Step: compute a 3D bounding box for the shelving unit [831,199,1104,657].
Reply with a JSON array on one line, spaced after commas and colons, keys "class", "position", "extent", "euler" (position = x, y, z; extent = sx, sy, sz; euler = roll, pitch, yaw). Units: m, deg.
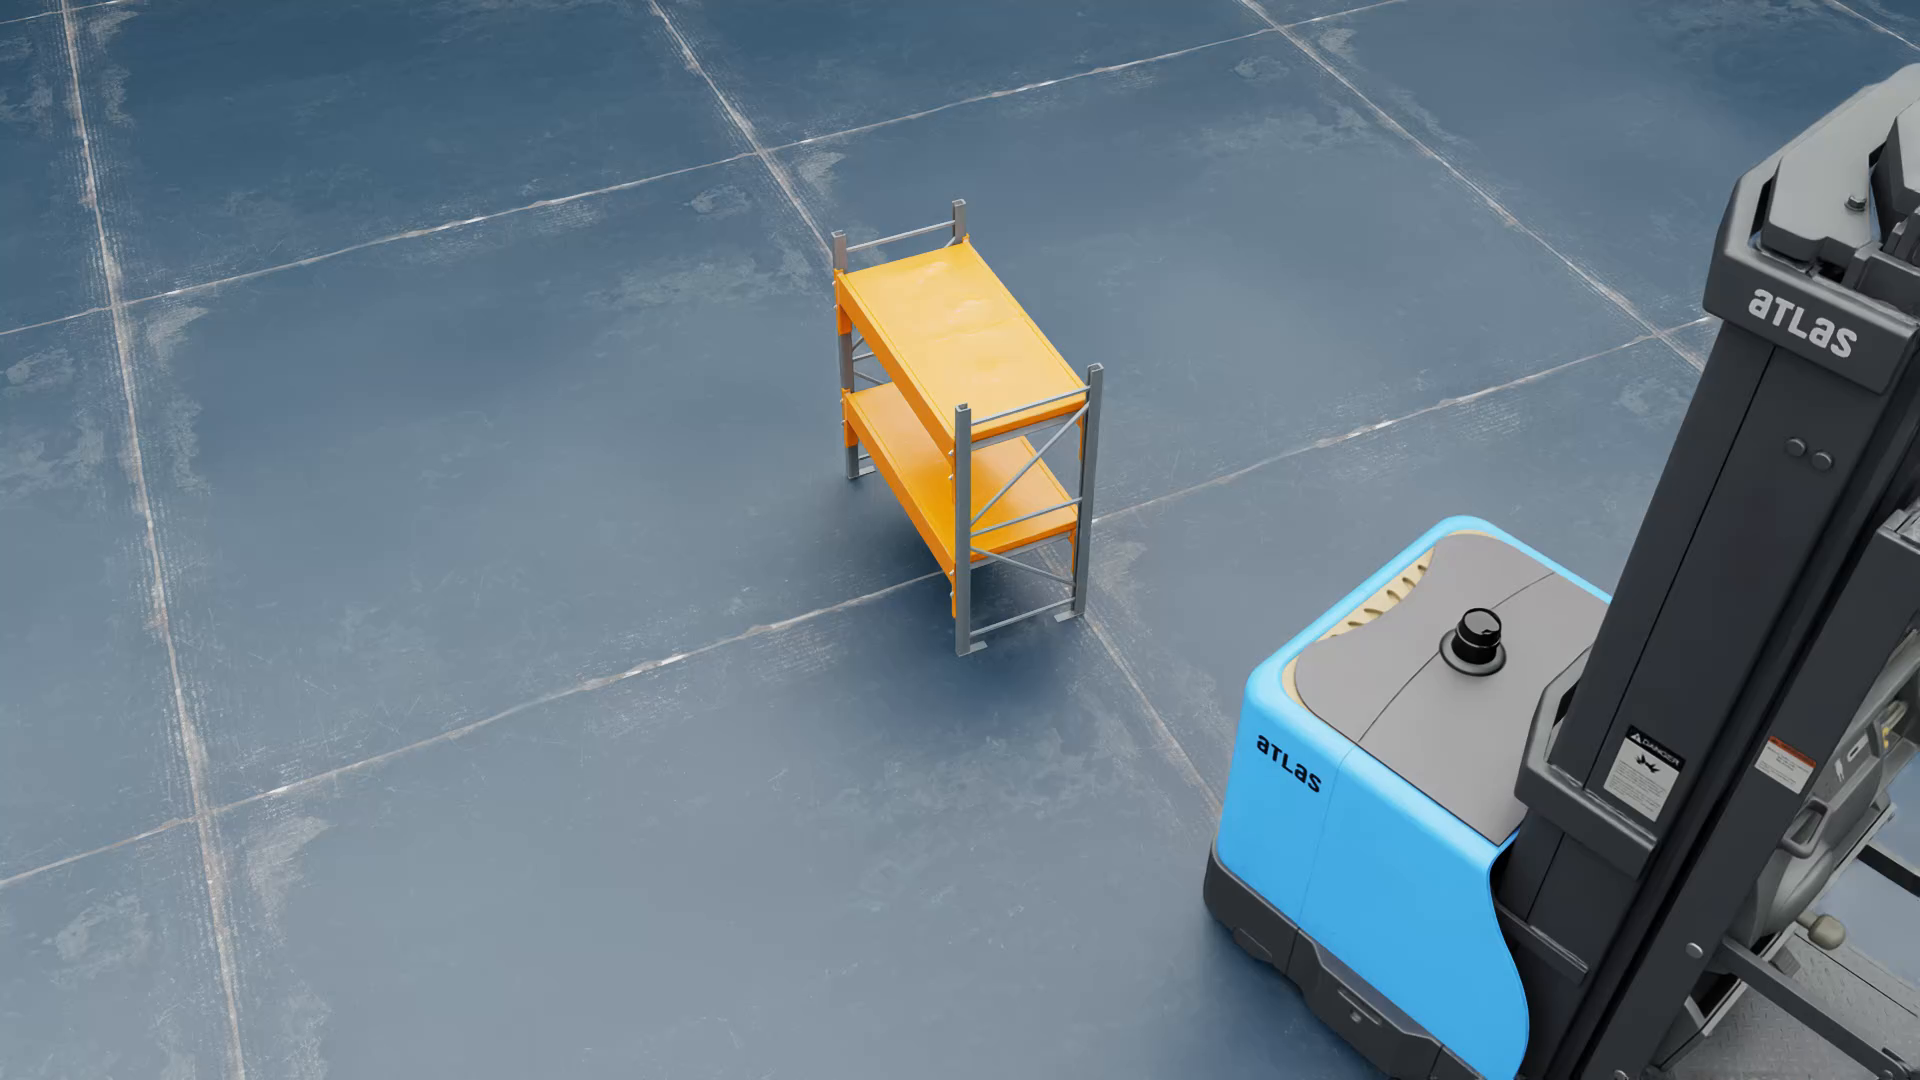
[{"class": "shelving unit", "position": [0.003, -0.396, 5.851], "extent": [0.538, 1.125, 1.048], "euler": [-18, 47, -17]}]

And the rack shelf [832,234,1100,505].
[{"class": "rack shelf", "position": [0.003, -0.604, 5.645], "extent": [0.538, 0.278, 1.000], "euler": [-18, 47, -17]}]

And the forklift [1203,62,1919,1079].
[{"class": "forklift", "position": [2.107, 0.614, 3.541], "extent": [1.130, 2.935, 3.031], "euler": [-33, 53, -29]}]

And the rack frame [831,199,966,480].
[{"class": "rack frame", "position": [-0.211, -0.720, 6.179], "extent": [0.500, 1.125, 0.032], "euler": [-18, 47, -17]}]

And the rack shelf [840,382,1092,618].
[{"class": "rack shelf", "position": [0.003, -0.222, 6.022], "extent": [0.538, 0.278, 1.000], "euler": [-18, 47, -17]}]

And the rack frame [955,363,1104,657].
[{"class": "rack frame", "position": [0.217, -0.072, 5.522], "extent": [0.500, 1.125, 0.032], "euler": [-18, 47, -17]}]
